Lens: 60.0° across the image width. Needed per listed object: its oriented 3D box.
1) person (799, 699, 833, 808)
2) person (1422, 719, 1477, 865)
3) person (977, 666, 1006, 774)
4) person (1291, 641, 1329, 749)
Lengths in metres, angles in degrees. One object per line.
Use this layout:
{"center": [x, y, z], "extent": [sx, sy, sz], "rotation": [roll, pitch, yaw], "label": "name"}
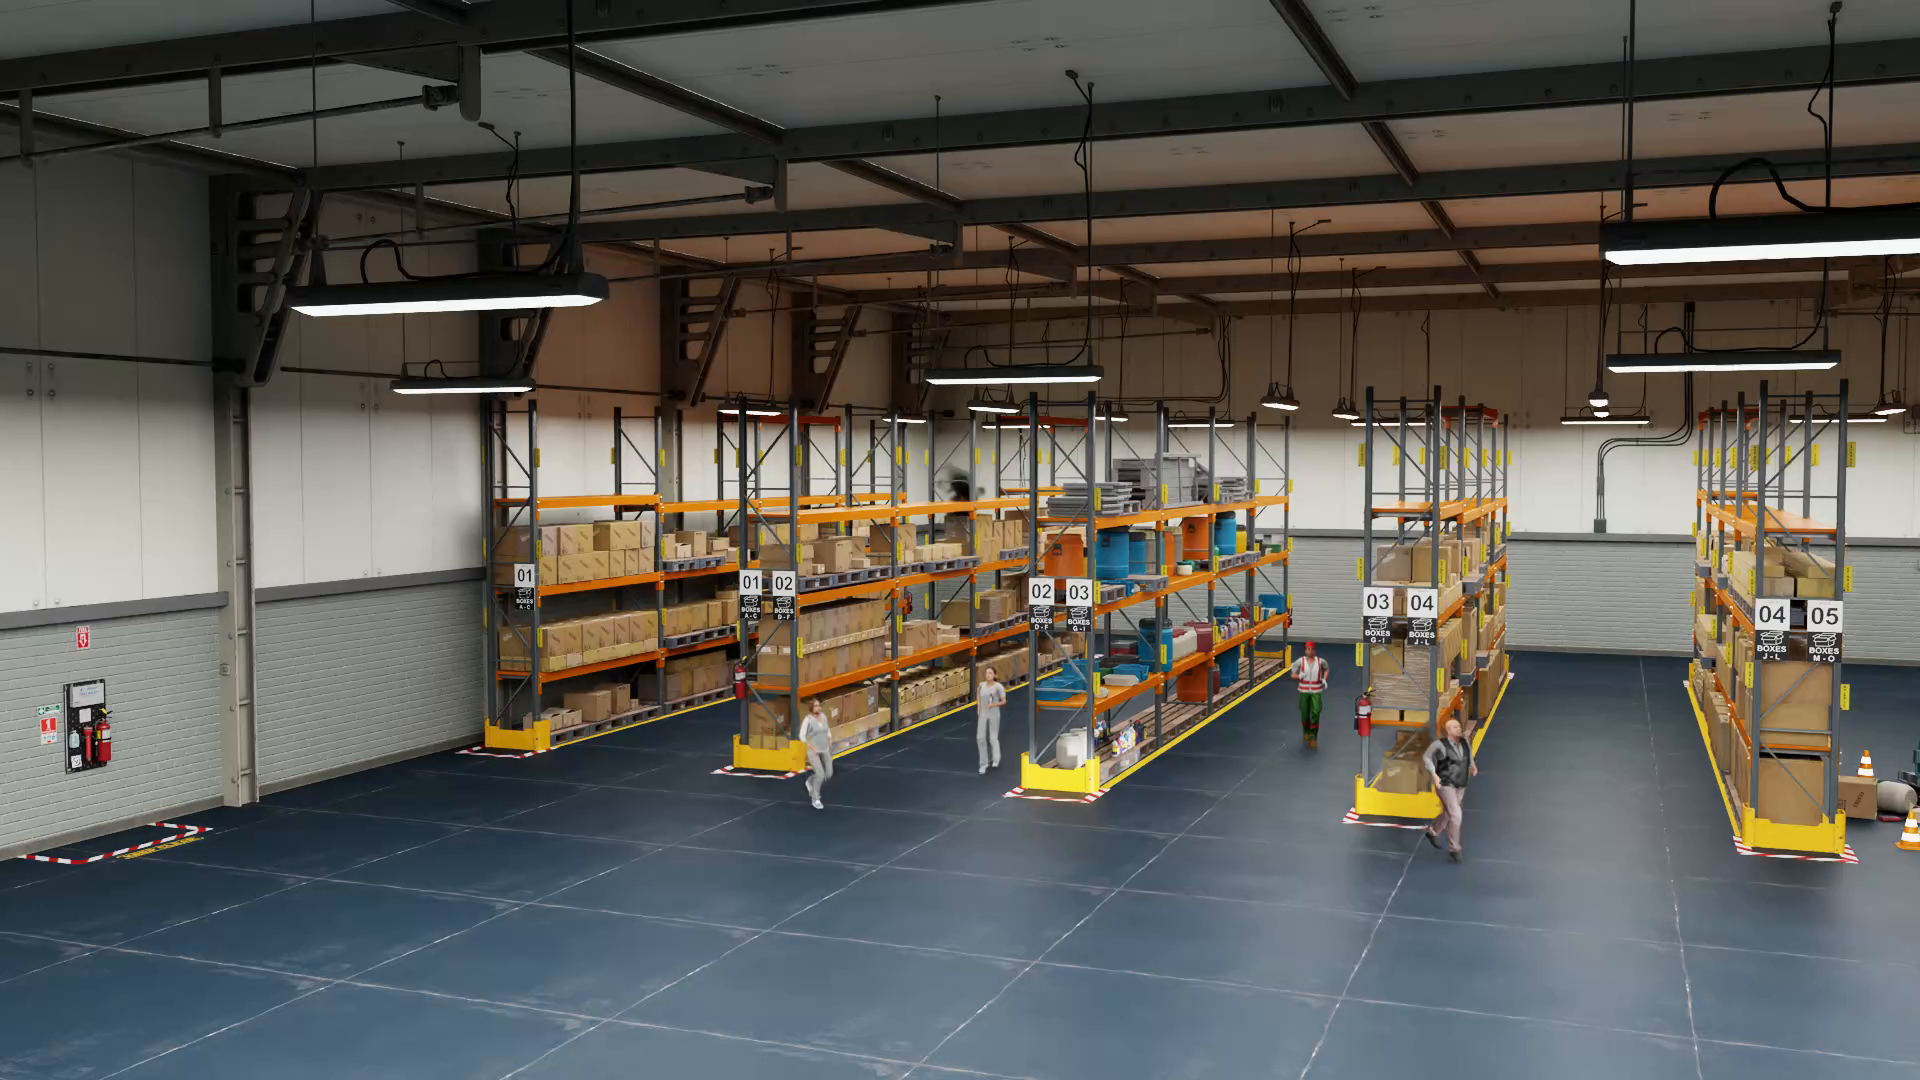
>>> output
{"center": [-2.065, 3.052, 23.878], "extent": [0.541, 1.566, 0.496], "rotation": [-2, 4, -38], "label": "person"}
{"center": [6.131, 3.106, 20.838], "extent": [0.656, 1.759, 0.836], "rotation": [-1, 3, -27], "label": "person"}
{"center": [0.485, 2.869, 26.593], "extent": [0.559, 1.724, 0.679], "rotation": [1, 3, 20], "label": "person"}
{"center": [6.057, 2.651, 28.782], "extent": [0.645, 1.800, 0.899], "rotation": [1, 3, 12], "label": "person"}
